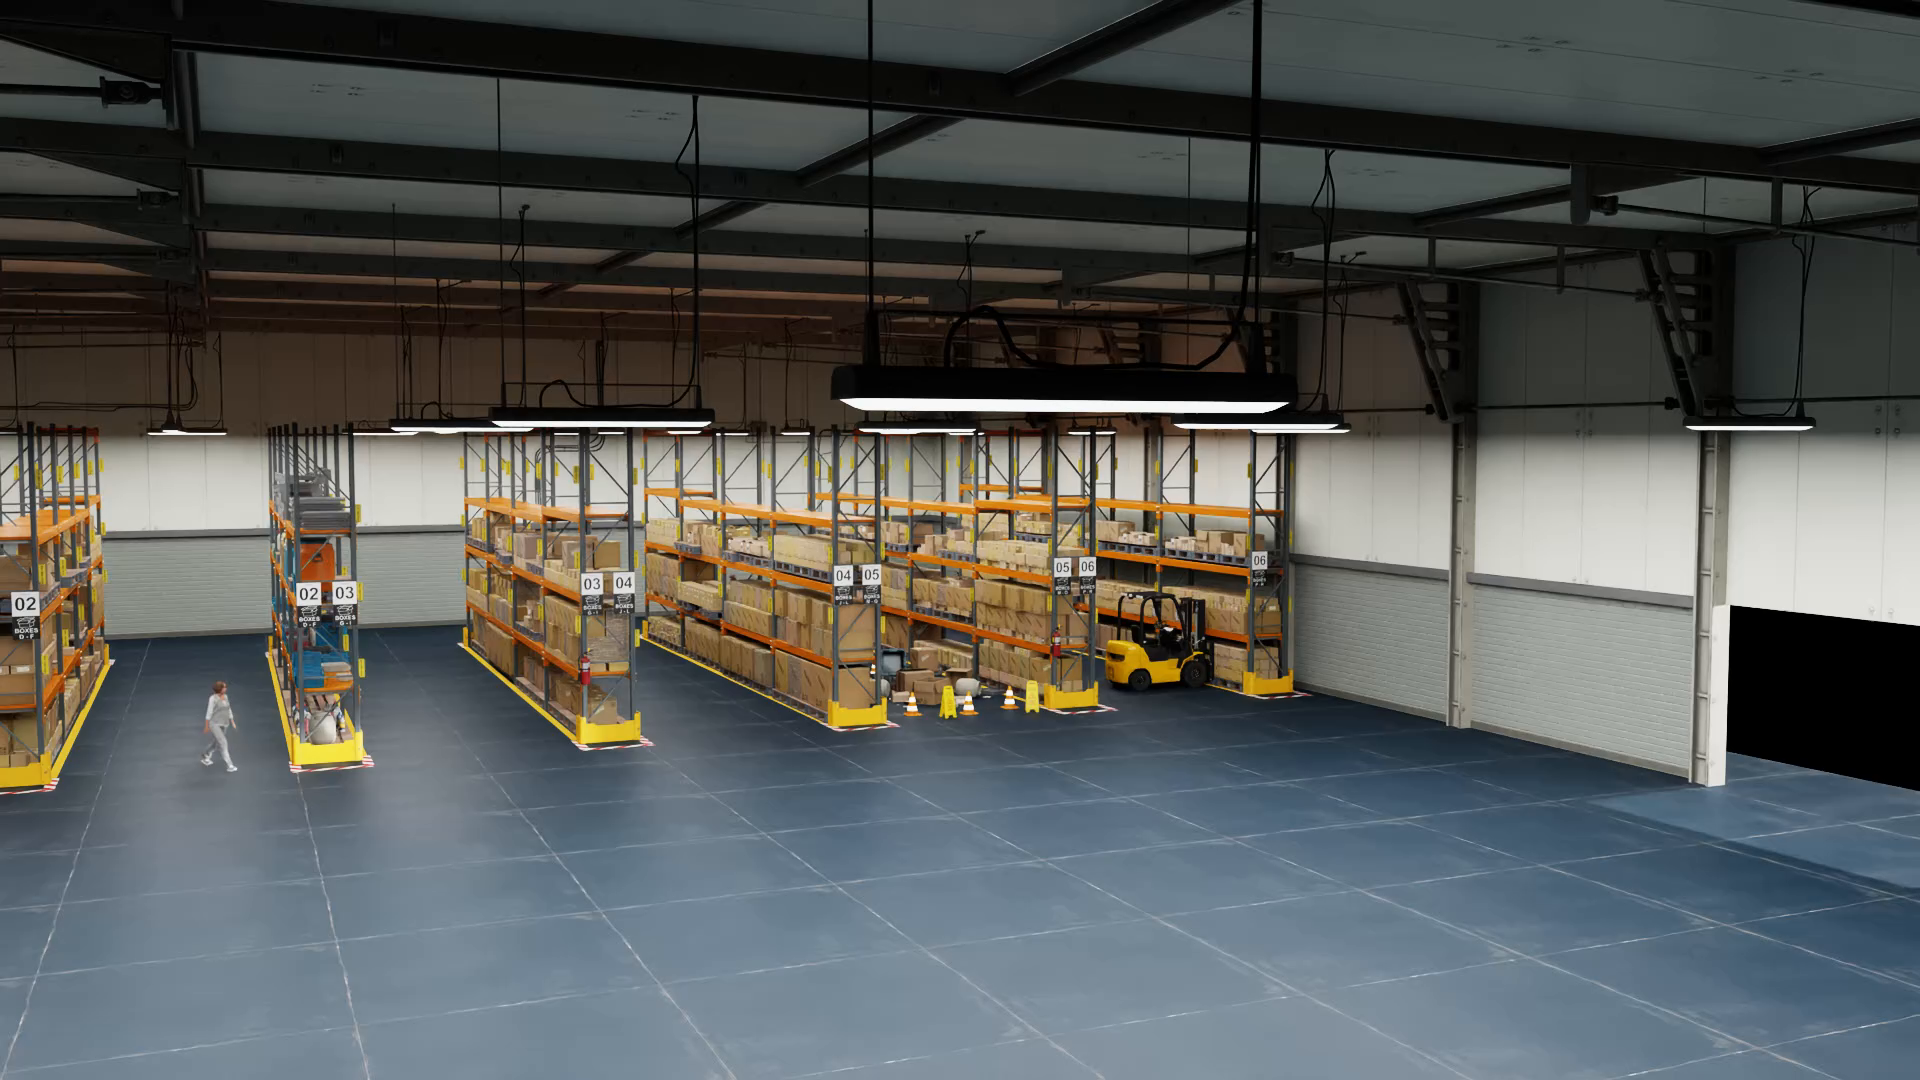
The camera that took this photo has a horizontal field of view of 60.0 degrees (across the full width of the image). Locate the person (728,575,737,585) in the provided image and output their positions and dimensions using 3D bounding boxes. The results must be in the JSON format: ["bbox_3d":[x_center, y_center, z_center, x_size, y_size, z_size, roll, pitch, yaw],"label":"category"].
[{"bbox_3d":[-6.776,1.868,49.384,0.749,1.660,0.506,-1,4,-23],"label":"person"}]

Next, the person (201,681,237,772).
[{"bbox_3d":[-12.761,3.185,28.656,1.014,1.532,0.482,2,4,26],"label":"person"}]
